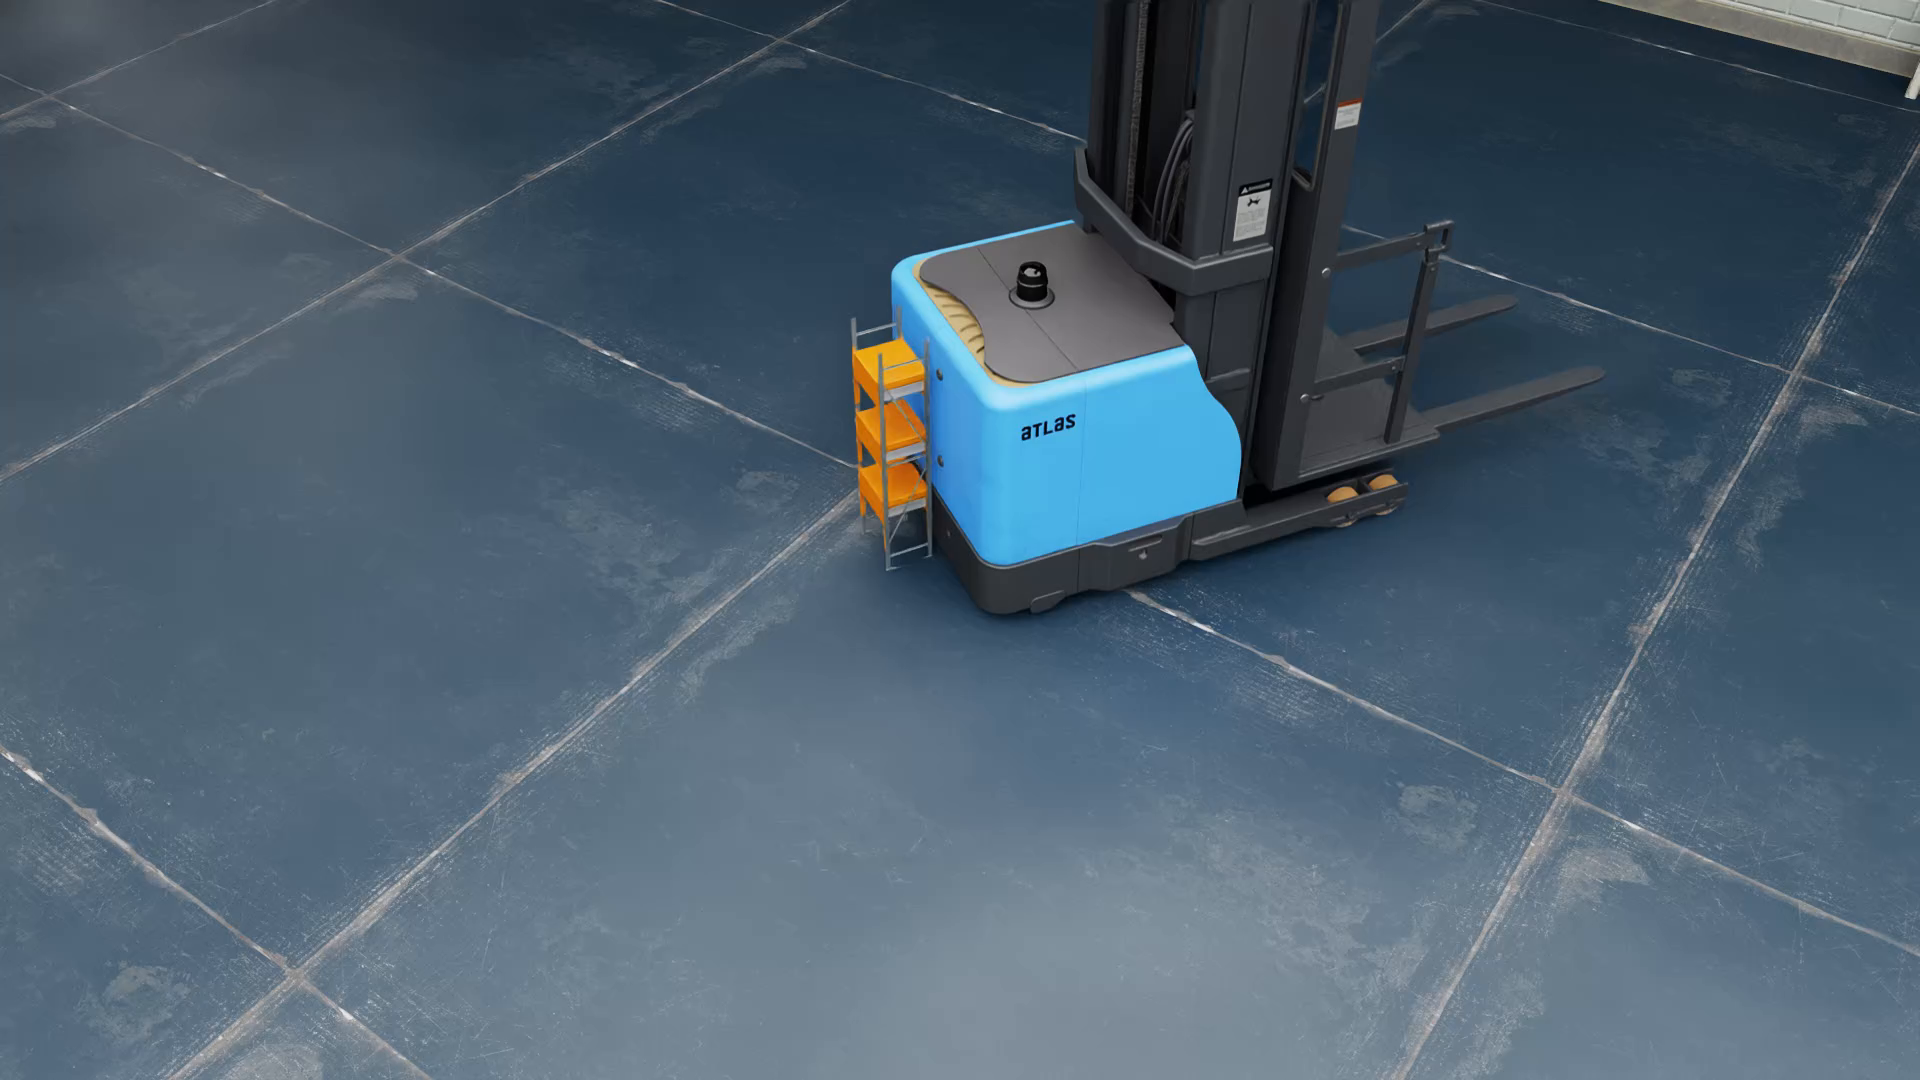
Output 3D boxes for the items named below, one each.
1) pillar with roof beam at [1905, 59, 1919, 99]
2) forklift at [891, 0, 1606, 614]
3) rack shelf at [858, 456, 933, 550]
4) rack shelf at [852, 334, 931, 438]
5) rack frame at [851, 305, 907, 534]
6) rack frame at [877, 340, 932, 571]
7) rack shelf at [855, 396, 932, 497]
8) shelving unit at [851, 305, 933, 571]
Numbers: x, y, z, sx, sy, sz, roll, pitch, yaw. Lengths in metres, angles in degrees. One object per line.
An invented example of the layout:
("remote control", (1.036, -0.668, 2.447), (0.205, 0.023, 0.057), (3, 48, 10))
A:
("pillar with roof beam", (3.239, -3.575, 3.996), (0.400, 9.000, 9.100), (25, 48, 25))
("forklift", (1.288, -1.453, 6.176), (3.031, 2.935, 1.130), (-16, 44, -17))
("rack shelf", (-0.255, -0.156, 6.570), (0.215, 0.259, 0.240), (-18, 45, -19))
("rack shelf", (-0.255, -0.575, 6.195), (0.215, 0.259, 0.240), (-18, 45, -19))
("rack frame", (-0.308, -0.445, 6.459), (0.200, 1.050, 0.008), (-18, 45, -19))
("rack frame", (-0.202, -0.298, 6.296), (0.200, 1.050, 0.008), (-18, 45, -19))
("rack shelf", (-0.255, -0.363, 6.385), (0.215, 0.259, 0.240), (-18, 45, -19))
("shelving unit", (-0.255, -0.371, 6.378), (0.215, 1.050, 0.252), (-18, 45, -19))
